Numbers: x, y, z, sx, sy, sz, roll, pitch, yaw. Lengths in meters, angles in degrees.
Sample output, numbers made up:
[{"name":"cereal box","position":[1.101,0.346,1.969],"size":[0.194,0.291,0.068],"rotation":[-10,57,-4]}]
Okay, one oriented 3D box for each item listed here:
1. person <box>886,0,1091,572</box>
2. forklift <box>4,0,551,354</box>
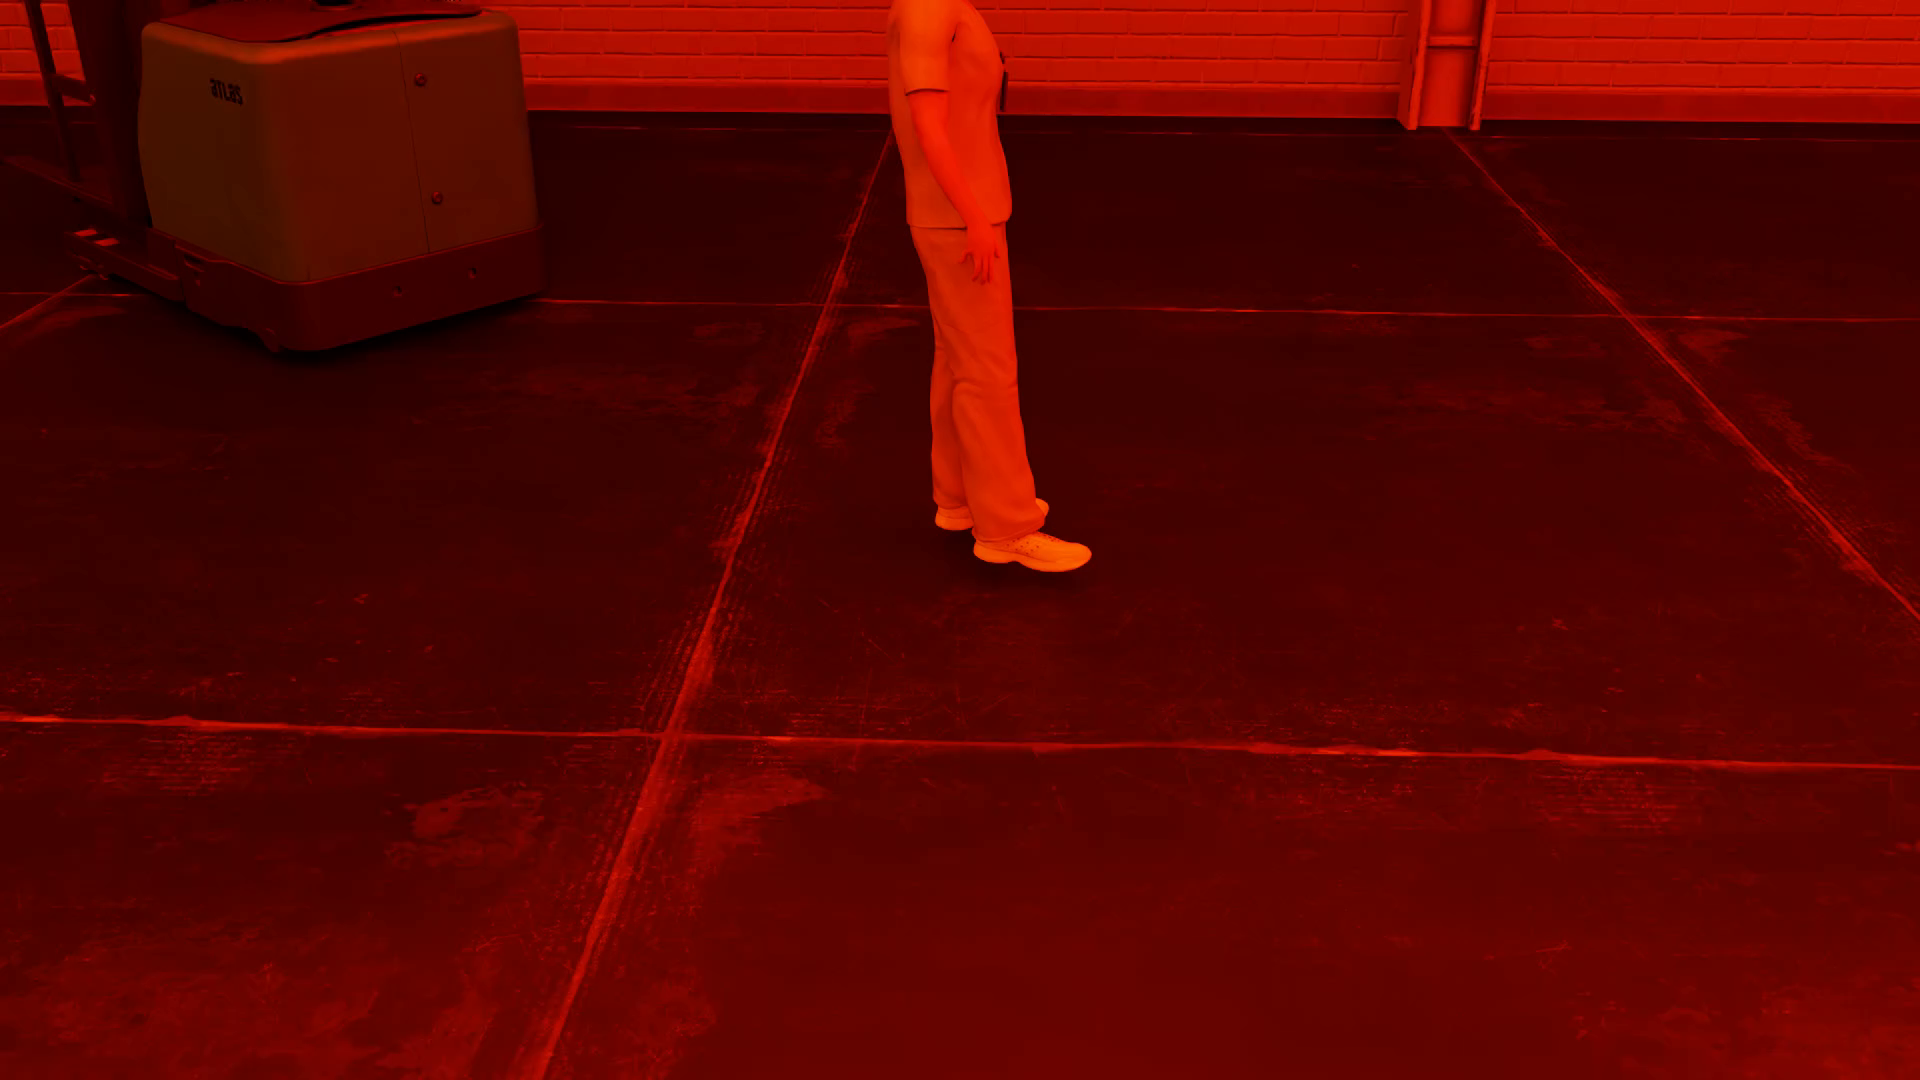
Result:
[{"name":"person","position":[0.073,-0.786,4.115],"size":[0.547,1.672,0.550],"rotation":[1,26,2]},{"name":"forklift","position":[-2.979,-2.495,6.267],"size":[3.031,2.935,1.130],"rotation":[22,34,37]}]
